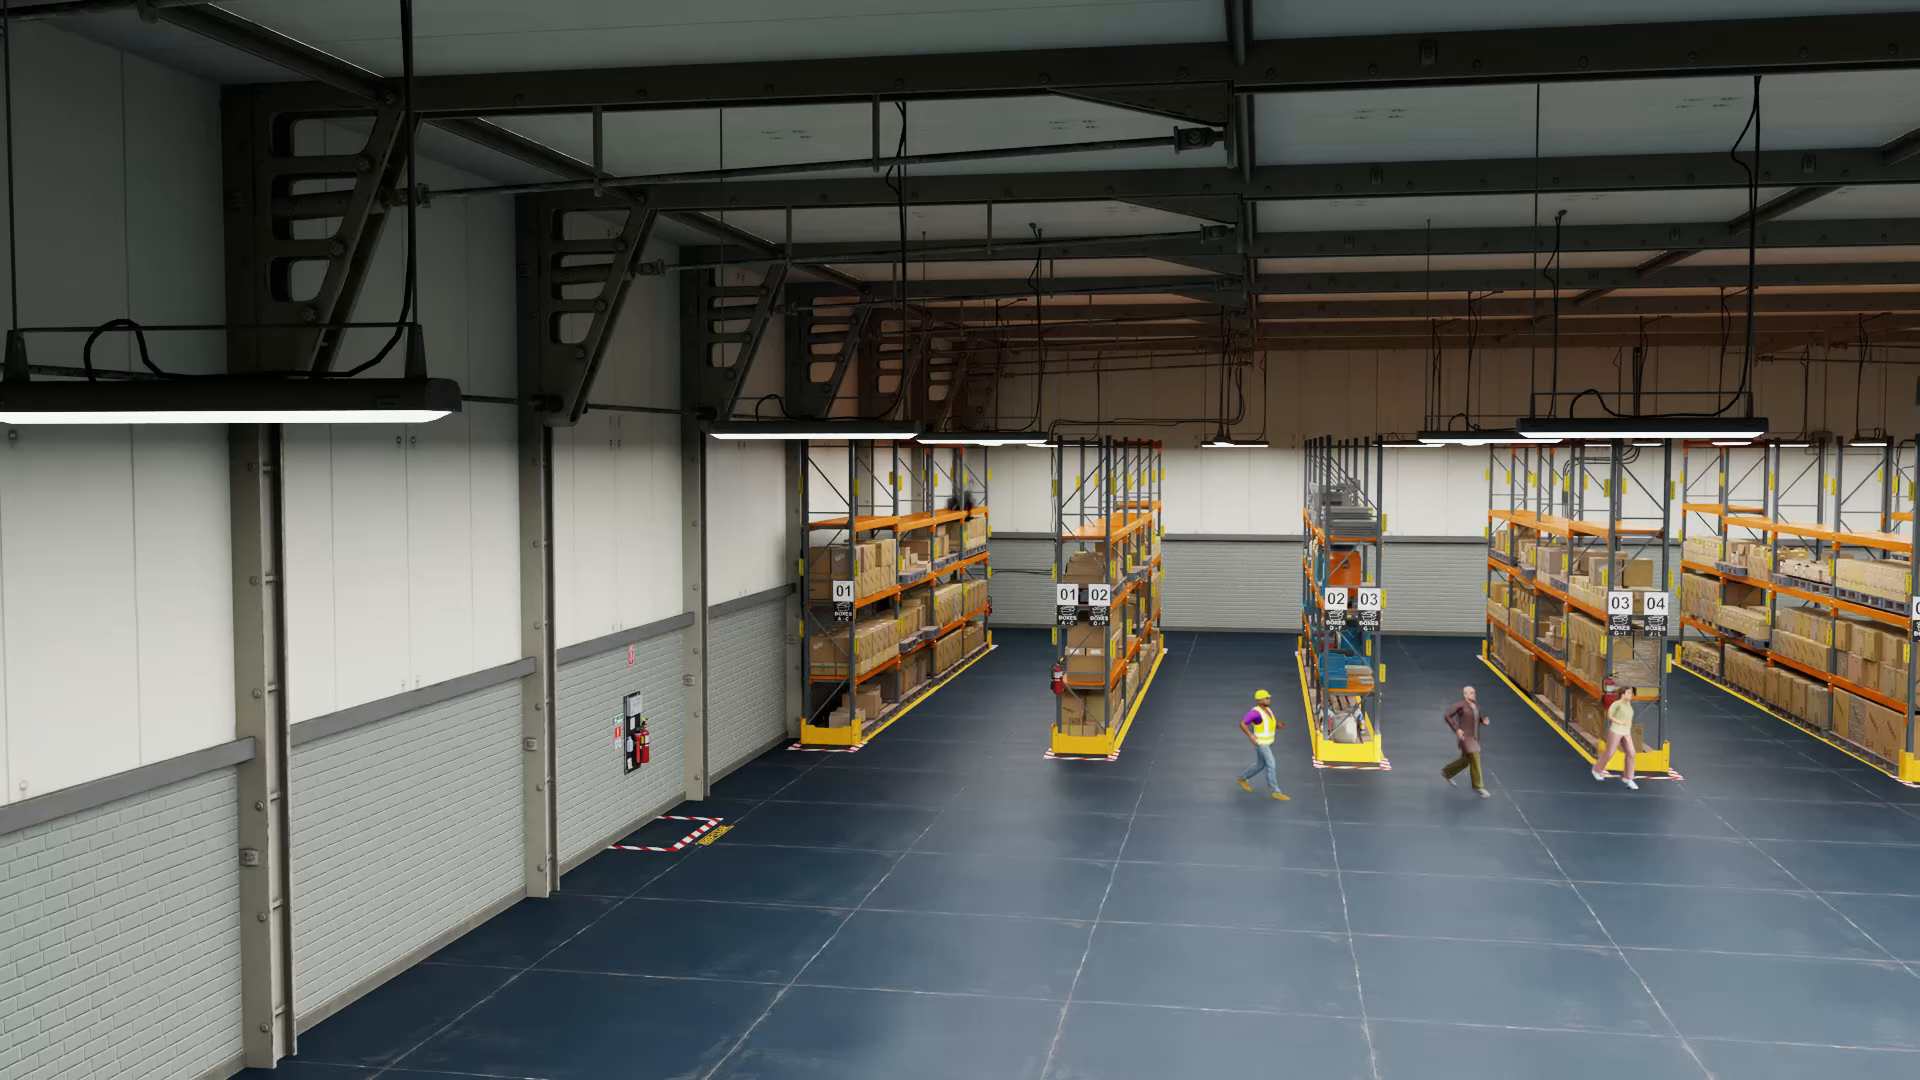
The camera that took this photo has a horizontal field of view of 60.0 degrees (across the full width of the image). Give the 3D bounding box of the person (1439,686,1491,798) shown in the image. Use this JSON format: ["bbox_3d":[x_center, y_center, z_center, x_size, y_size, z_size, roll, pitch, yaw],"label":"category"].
[{"bbox_3d":[8.463,3.328,27.748,0.688,1.801,0.988,-3,4,-42],"label":"person"}]

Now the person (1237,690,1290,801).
[{"bbox_3d":[4.972,3.334,27.258,0.985,1.757,0.700,2,4,32],"label":"person"}]

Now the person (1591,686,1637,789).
[{"bbox_3d":[11.320,3.343,28.480,0.619,1.702,0.847,-2,3,-27],"label":"person"}]
